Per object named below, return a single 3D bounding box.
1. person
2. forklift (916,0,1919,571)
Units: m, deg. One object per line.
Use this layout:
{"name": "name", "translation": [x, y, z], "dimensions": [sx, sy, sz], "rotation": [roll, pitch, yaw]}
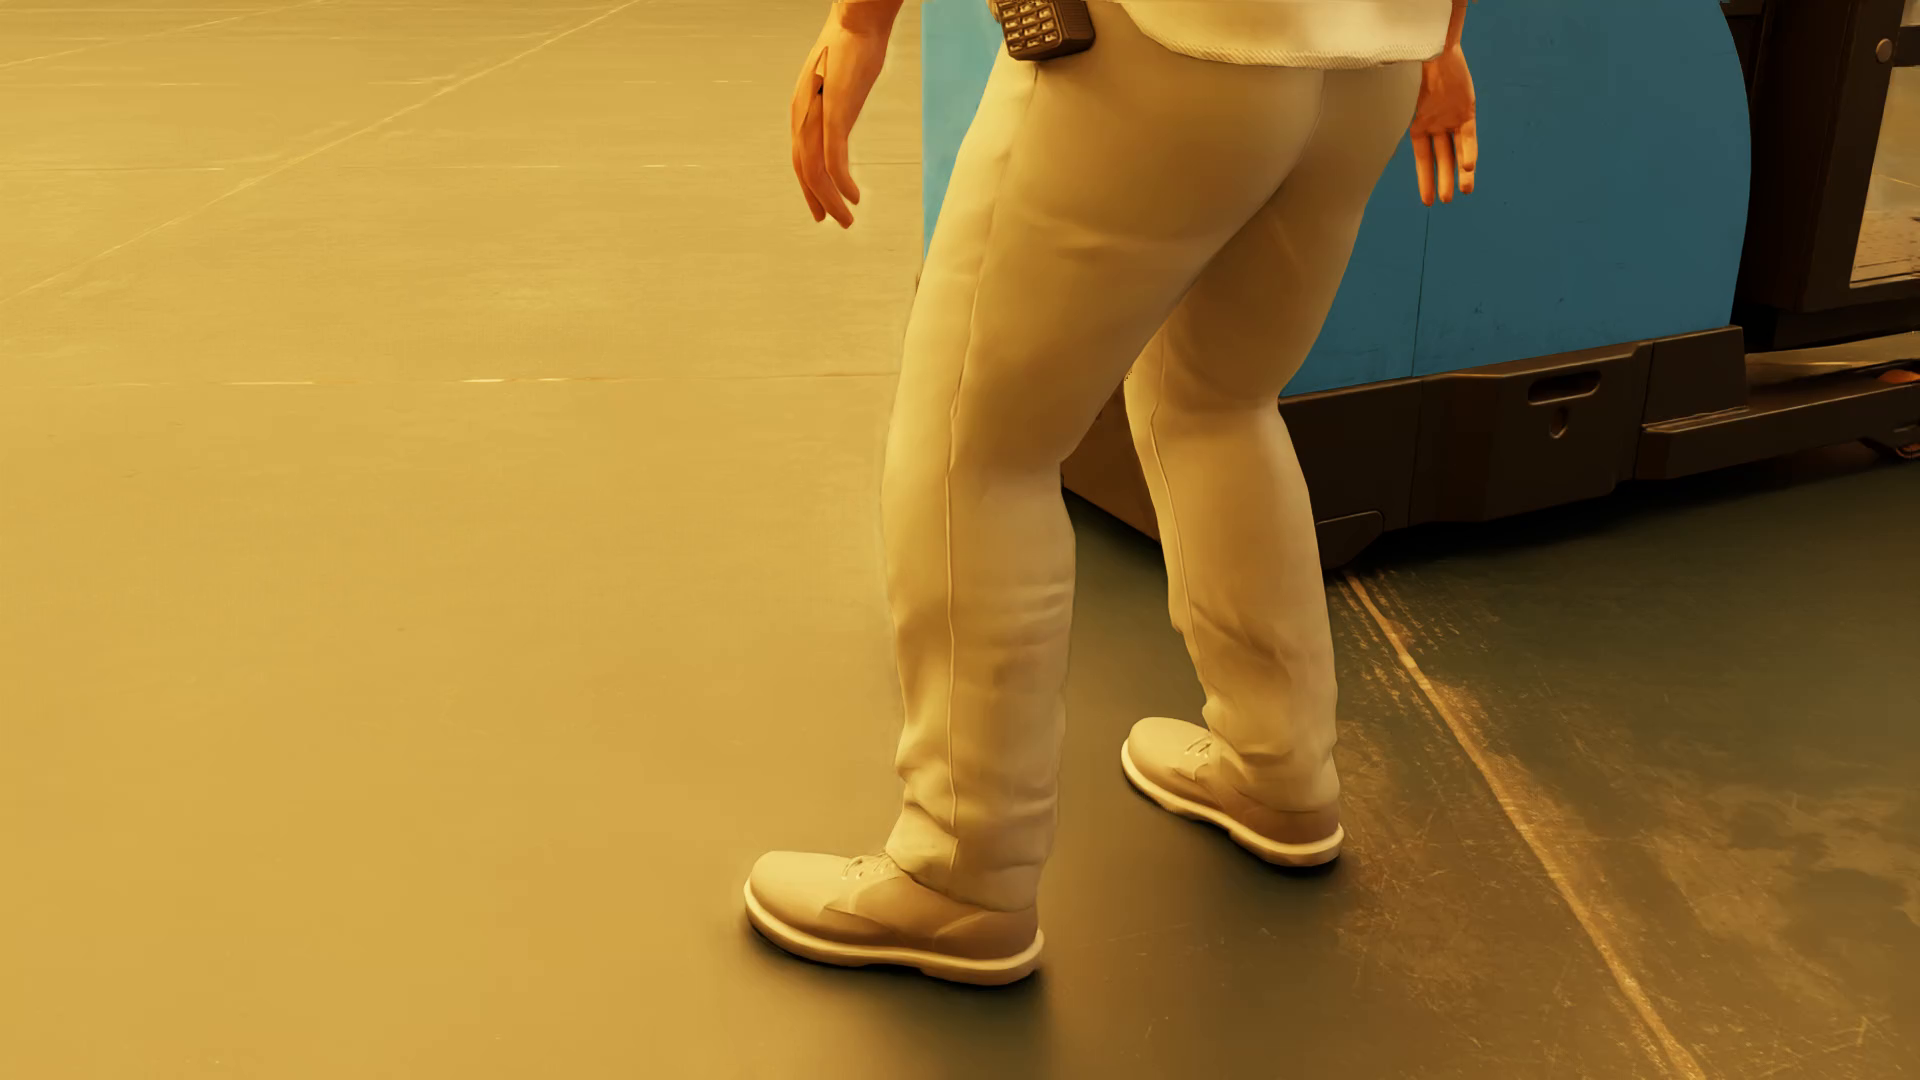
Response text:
{"name": "person", "translation": [0.188, -0.458, 1.550], "dimensions": [0.818, 1.724, 0.409], "rotation": [-19, 28, -40]}
{"name": "forklift", "translation": [1.465, -1.676, 2.996], "dimensions": [3.031, 2.935, 1.130], "rotation": [-11, 24, -25]}
